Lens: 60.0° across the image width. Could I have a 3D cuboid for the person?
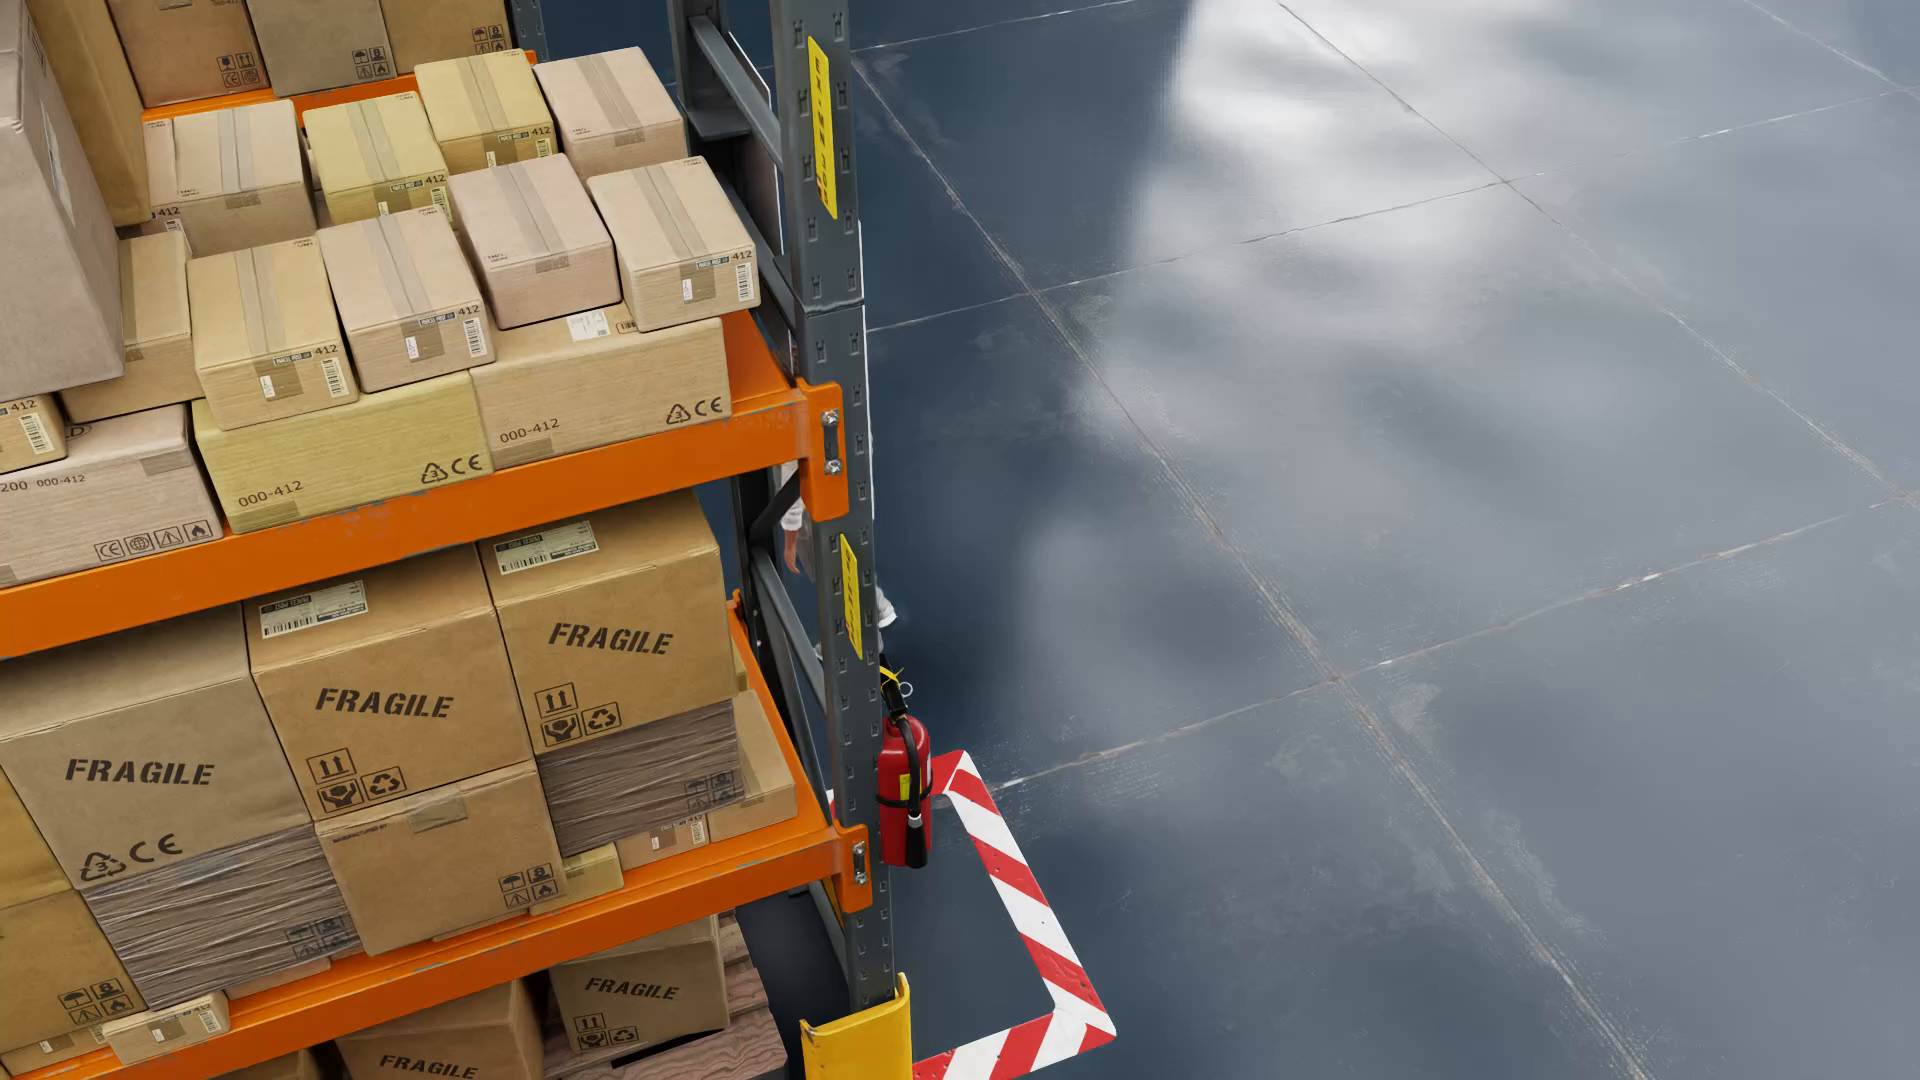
[{"bbox_3d":[-0.493,-0.103,6.277,0.428,1.569,0.514,13,44,14],"label":"person"}]
